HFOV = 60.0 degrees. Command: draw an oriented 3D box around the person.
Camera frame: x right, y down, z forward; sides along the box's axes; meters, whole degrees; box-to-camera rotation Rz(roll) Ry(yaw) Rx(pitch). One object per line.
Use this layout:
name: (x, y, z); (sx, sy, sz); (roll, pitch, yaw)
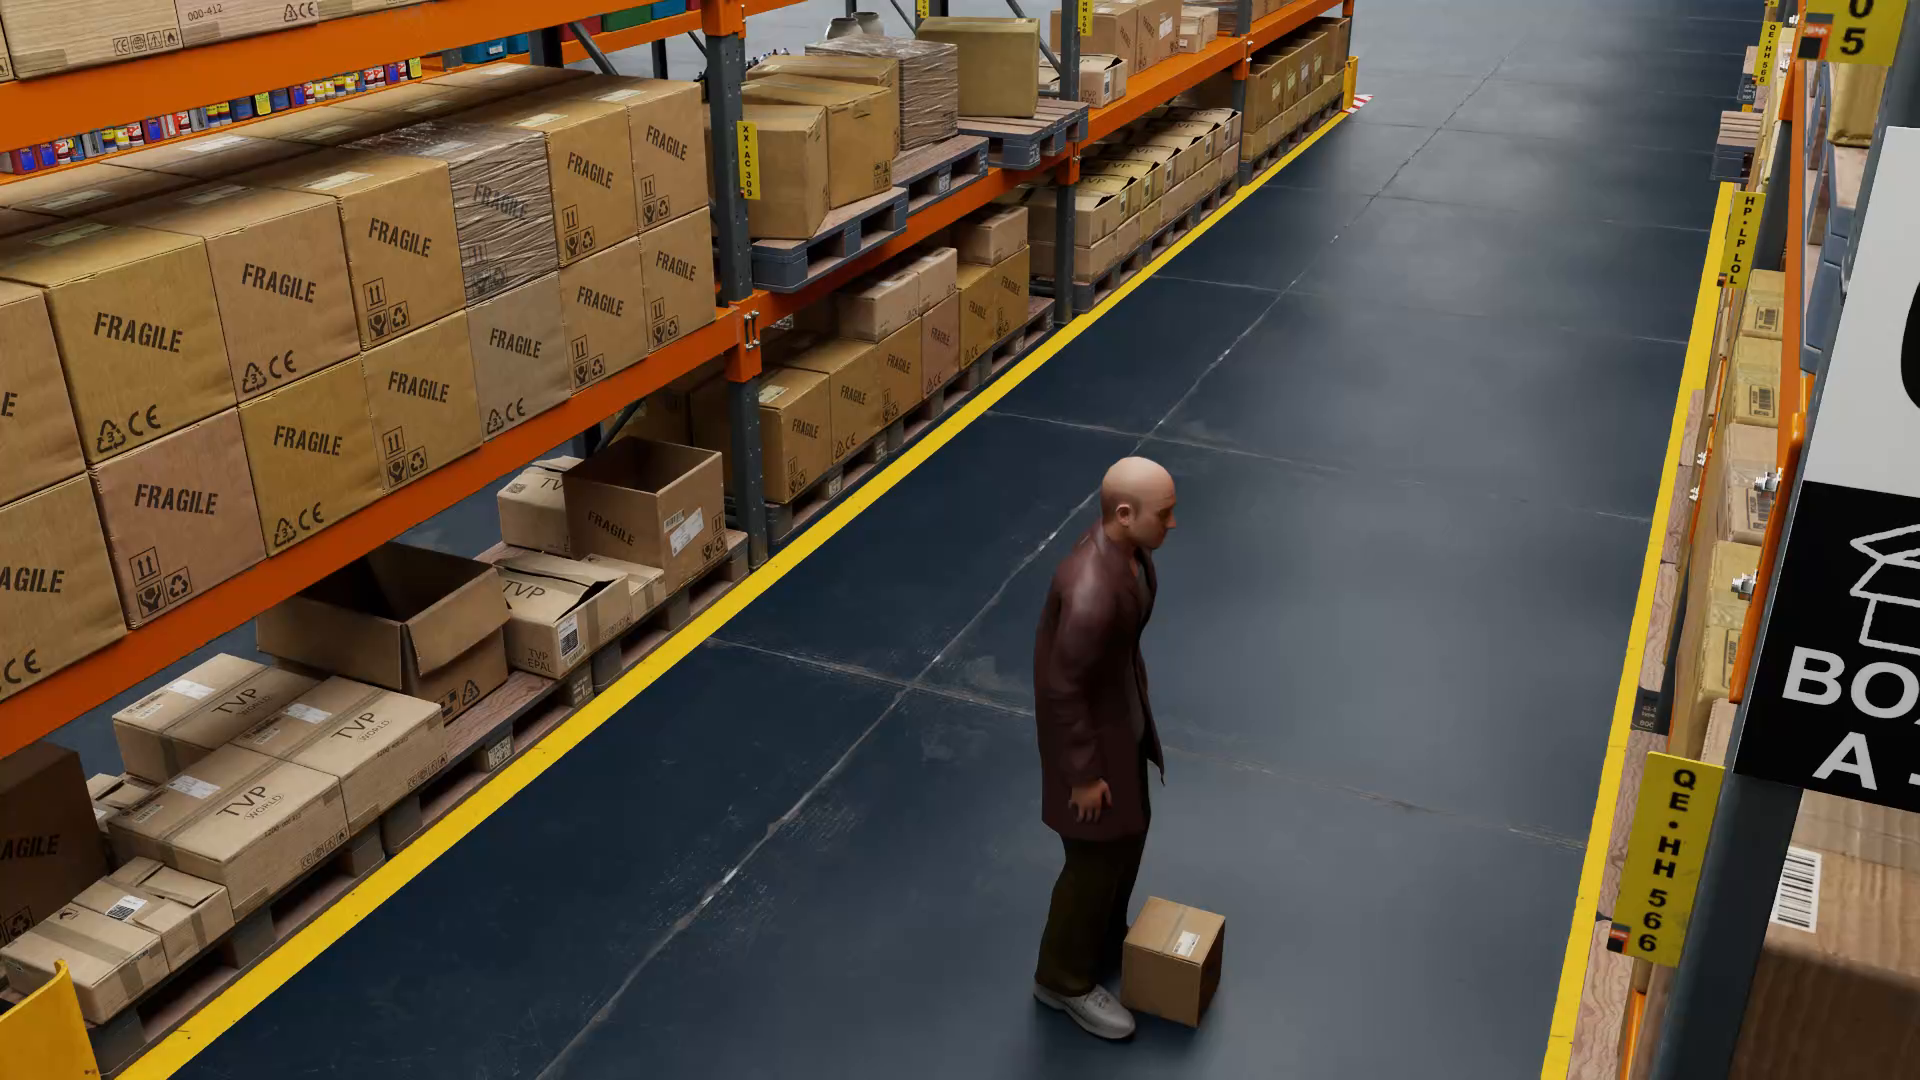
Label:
person: (0.434, 0.580, 4.931); (0.429, 1.772, 0.643); (10, 27, 19)
